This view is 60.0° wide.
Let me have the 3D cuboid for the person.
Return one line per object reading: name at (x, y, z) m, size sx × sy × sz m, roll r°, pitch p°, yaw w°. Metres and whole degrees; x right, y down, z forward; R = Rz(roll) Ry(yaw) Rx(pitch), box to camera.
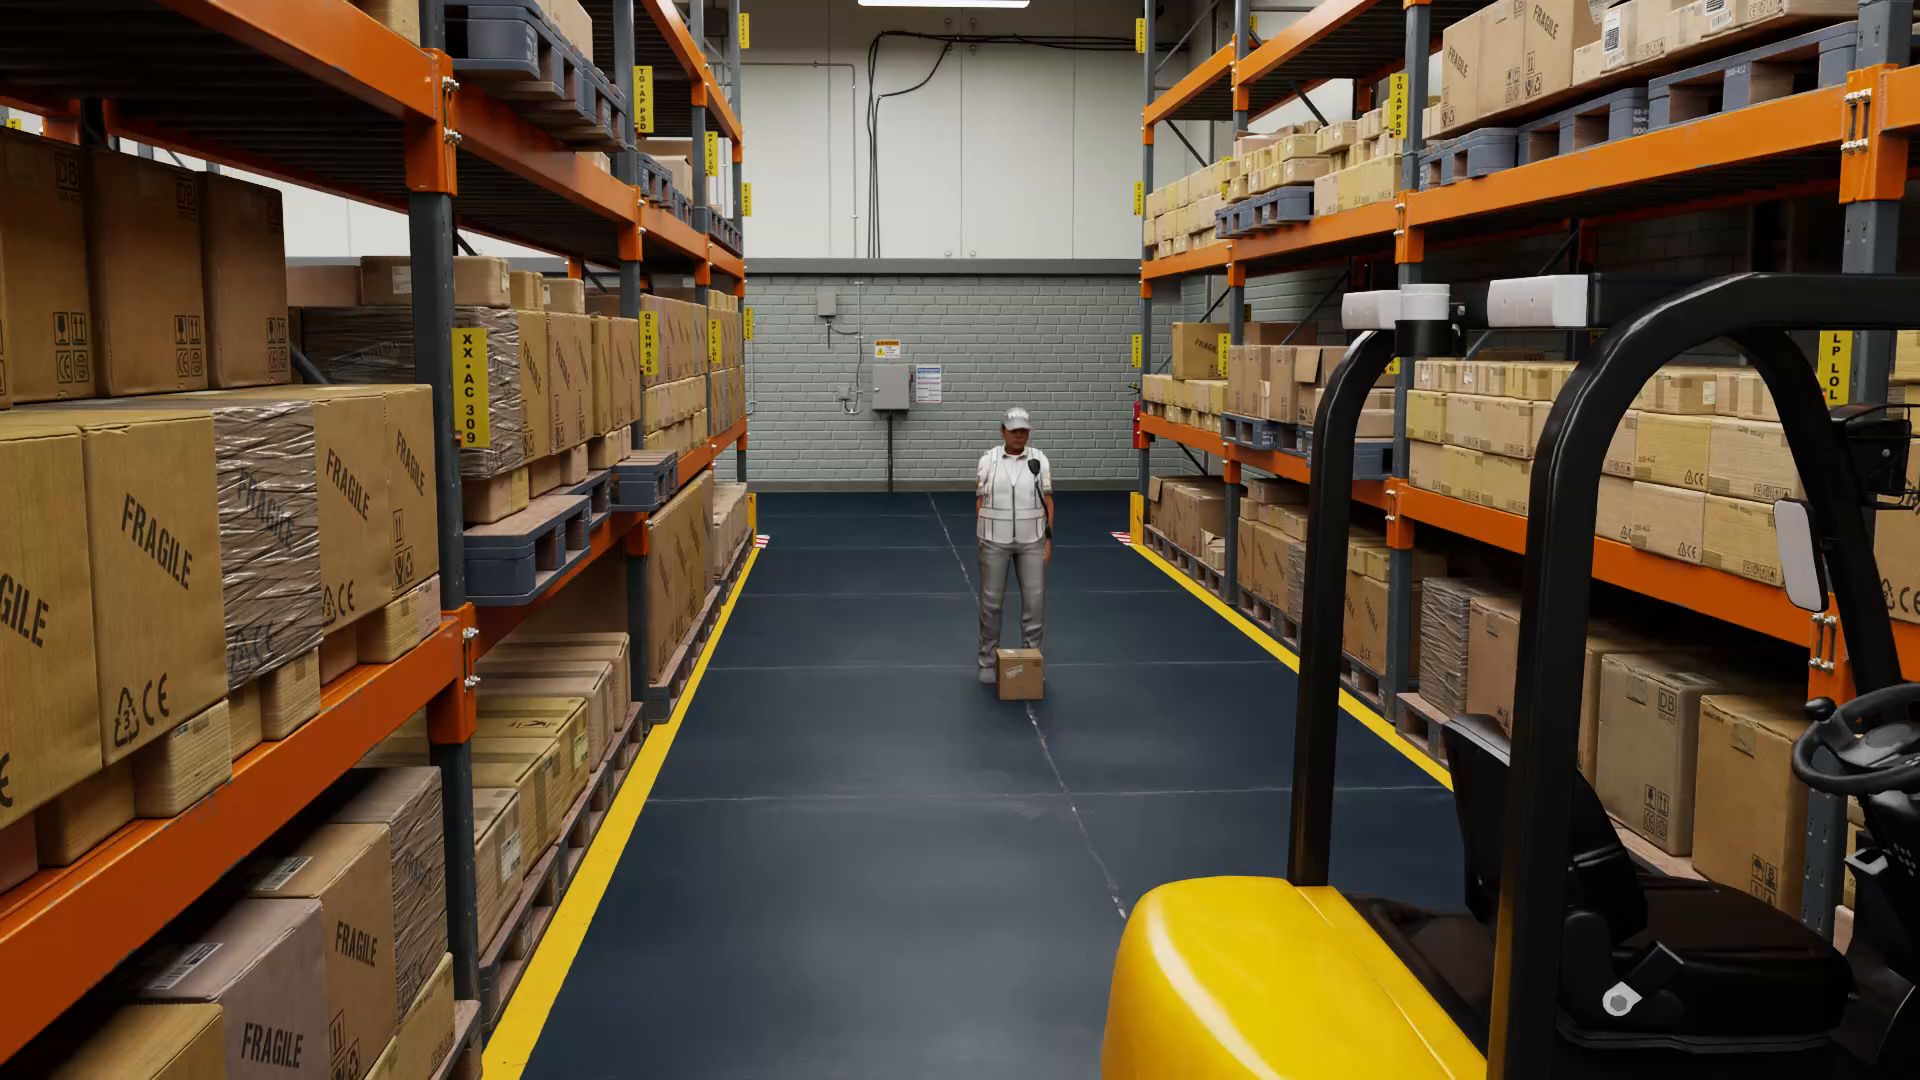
person at (0.334, 0.042, 10.033) m, size 0.468 × 1.684 × 0.368 m, roll 0°, pitch 7°, yaw -2°
